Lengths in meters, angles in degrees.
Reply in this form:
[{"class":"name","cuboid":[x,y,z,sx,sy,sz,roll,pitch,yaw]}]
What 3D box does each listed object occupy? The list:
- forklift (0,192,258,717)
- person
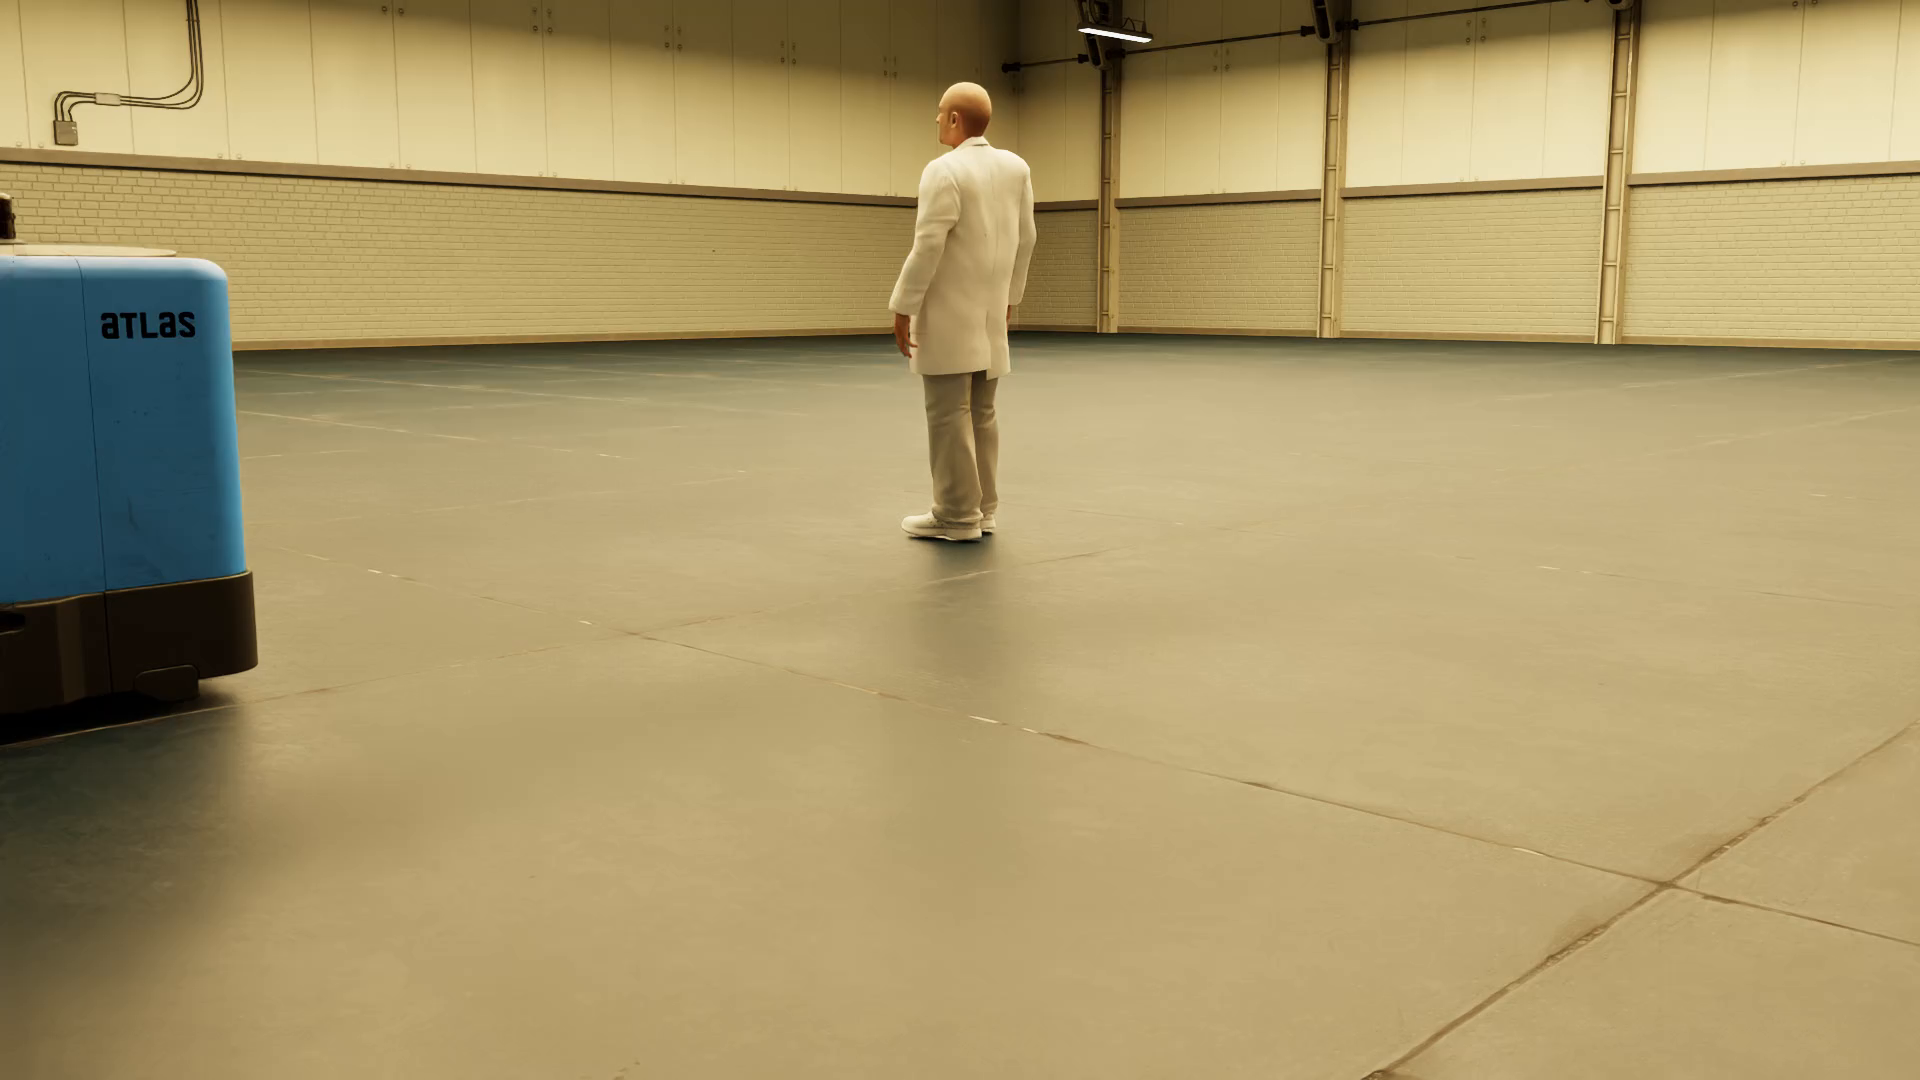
[{"class":"forklift","cuboid":[-3.131,-0.952,3.196,1.130,2.935,3.031,8,12,43]},{"class":"person","cuboid":[-0.063,-0.896,6.649,0.578,1.777,0.698,8,12,43]}]
